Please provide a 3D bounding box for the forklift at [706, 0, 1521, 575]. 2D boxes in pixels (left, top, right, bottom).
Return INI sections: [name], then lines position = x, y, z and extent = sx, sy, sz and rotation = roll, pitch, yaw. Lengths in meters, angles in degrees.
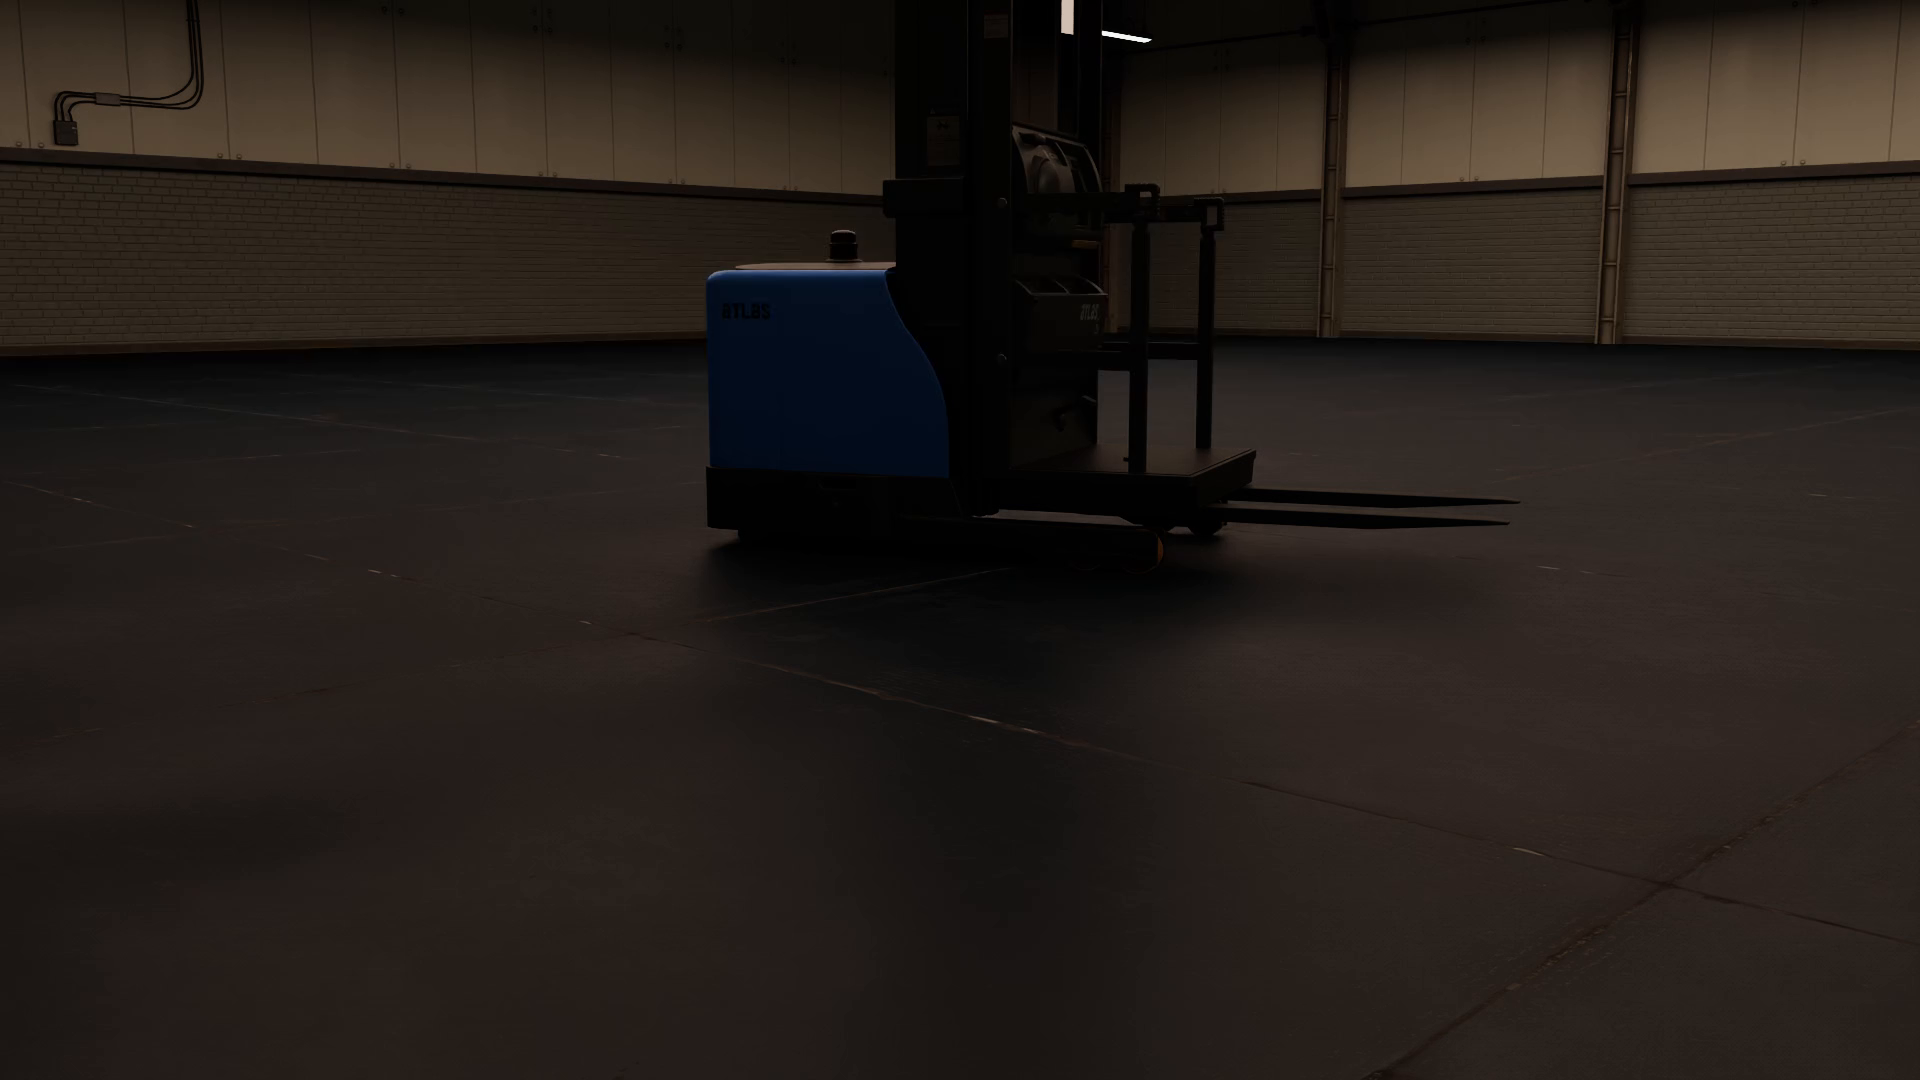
[forklift]
position = 0.565, -1.416, 6.275
extent = 3.031, 2.935, 1.130
rotation = 3, 9, 22
